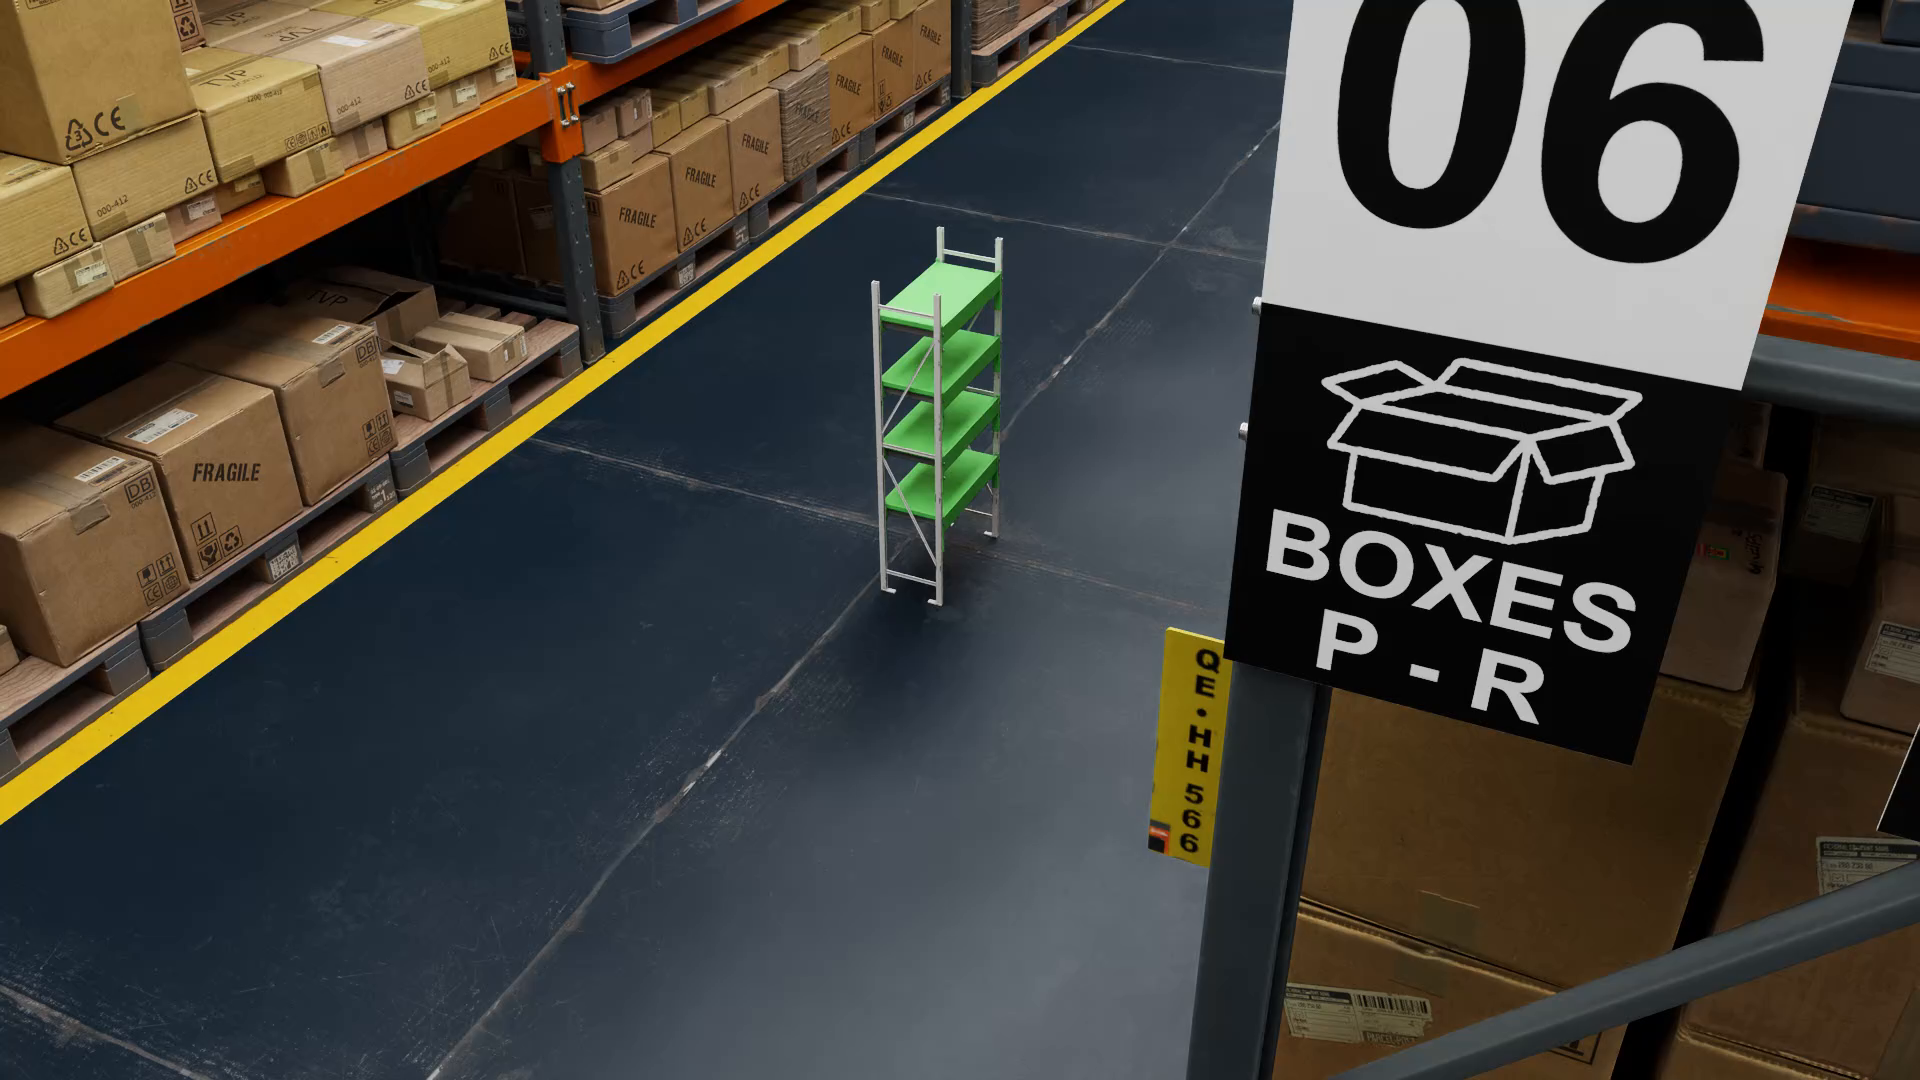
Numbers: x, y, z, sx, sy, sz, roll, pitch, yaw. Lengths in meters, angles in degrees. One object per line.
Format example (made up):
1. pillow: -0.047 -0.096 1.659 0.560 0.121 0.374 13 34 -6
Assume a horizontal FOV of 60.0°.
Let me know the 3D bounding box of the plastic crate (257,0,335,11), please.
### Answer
1. plastic crate: -2.532 -2.049 6.505 0.505 0.250 0.505 14 36 20

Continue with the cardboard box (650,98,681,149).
1. cardboard box: -1.546 -1.978 7.835 0.380 0.149 0.250 12 35 18

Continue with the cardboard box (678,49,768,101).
1. cardboard box: -1.199 -2.356 8.413 0.380 0.149 0.250 15 36 22

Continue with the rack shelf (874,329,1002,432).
1. rack shelf: -0.069 -0.567 5.699 0.258 0.148 0.480 14 36 20

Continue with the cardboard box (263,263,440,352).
1. cardboard box: -2.571 -0.949 7.030 0.500 0.311 0.500 15 36 22

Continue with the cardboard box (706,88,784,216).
1. cardboard box: -1.247 -2.007 8.472 0.500 0.500 0.500 13 35 19

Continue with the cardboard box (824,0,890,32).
1. cardboard box: -0.619 -2.998 9.391 0.380 0.149 0.250 13 35 19

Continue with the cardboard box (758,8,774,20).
1. cardboard box: -1.273 -2.995 9.387 0.380 0.149 0.250 13 35 18

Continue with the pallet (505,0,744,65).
1. pallet: -1.646 -2.465 7.449 1.003 0.211 1.213 14 36 20

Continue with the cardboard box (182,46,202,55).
1. cardboard box: -2.954 -1.541 5.731 0.500 0.250 0.500 15 36 22

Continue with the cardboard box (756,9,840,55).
1. cardboard box: -0.875 -2.752 9.017 0.380 0.149 0.250 14 36 20

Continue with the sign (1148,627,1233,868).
1. sign: 0.269 0.242 1.873 0.100 0.325 0.005 14 36 20

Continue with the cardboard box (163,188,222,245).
1. cardboard box: -2.646 -1.086 5.400 0.380 0.149 0.250 14 36 20

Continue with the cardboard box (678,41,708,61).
1. cardboard box: -1.552 -2.597 8.780 0.380 0.149 0.250 13 35 19

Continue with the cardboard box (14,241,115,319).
1. cardboard box: -2.783 -0.806 4.973 0.380 0.149 0.250 13 35 19

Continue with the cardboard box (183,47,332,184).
1. cardboard box: -2.488 -1.426 5.555 0.500 0.250 0.500 14 36 20

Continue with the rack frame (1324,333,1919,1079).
1. rack frame: 0.753 0.956 2.056 0.949 2.616 0.053 14 36 20

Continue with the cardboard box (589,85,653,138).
1. cardboard box: -1.623 -1.956 7.532 0.380 0.149 0.250 12 35 18

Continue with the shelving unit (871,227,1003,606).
1. shelving unit: -0.069 -0.419 5.795 0.258 1.200 0.503 14 36 20

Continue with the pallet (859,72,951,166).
1. pallet: -0.753 -2.635 10.076 1.003 0.211 1.213 14 36 20

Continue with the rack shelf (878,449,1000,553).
1. rack shelf: -0.069 -0.165 5.962 0.258 0.148 0.480 14 36 20

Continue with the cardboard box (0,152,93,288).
1. cardboard box: -2.899 -0.910 4.768 0.500 0.250 0.500 13 36 20

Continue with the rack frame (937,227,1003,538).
1. rack frame: 0.033 -0.541 5.981 0.240 1.200 0.015 14 36 20

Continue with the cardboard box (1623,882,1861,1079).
1. cardboard box: 1.218 0.742 2.292 0.500 0.500 0.500 14 36 20

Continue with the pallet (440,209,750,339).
1. pallet: -1.774 -1.420 8.223 1.003 0.211 1.213 14 36 20

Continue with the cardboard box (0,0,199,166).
1. cardboard box: -2.692 -1.467 4.933 0.500 0.500 0.500 15 36 22

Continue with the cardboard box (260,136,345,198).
1. cardboard box: -2.376 -1.323 5.761 0.380 0.149 0.250 14 36 20

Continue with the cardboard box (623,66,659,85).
1. cardboard box: -1.742 -2.337 8.383 0.380 0.149 0.250 15 36 22

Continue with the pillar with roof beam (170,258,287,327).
1. pillar with roof beam: 0.720 -3.553 3.463 9.100 9.000 0.400 14 36 20

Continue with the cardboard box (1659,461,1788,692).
1. cardboard box: 0.725 0.001 1.918 0.380 0.149 0.250 15 36 21

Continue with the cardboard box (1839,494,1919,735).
1. cardboard box: 1.156 0.112 1.749 0.380 0.149 0.250 15 36 21

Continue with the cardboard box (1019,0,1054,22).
1. cardboard box: 0.133 -3.982 11.369 0.875 0.625 0.625 15 36 22

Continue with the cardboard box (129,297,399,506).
1. cardboard box: -2.584 -0.527 6.215 0.700 0.500 0.500 13 35 19

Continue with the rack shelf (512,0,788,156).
1. rack shelf: -1.243 -2.867 8.544 1.077 0.370 4.000 14 36 20

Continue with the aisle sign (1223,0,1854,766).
1. aisle sign: 0.445 -0.166 1.396 0.394 0.787 0.004 14 36 20
